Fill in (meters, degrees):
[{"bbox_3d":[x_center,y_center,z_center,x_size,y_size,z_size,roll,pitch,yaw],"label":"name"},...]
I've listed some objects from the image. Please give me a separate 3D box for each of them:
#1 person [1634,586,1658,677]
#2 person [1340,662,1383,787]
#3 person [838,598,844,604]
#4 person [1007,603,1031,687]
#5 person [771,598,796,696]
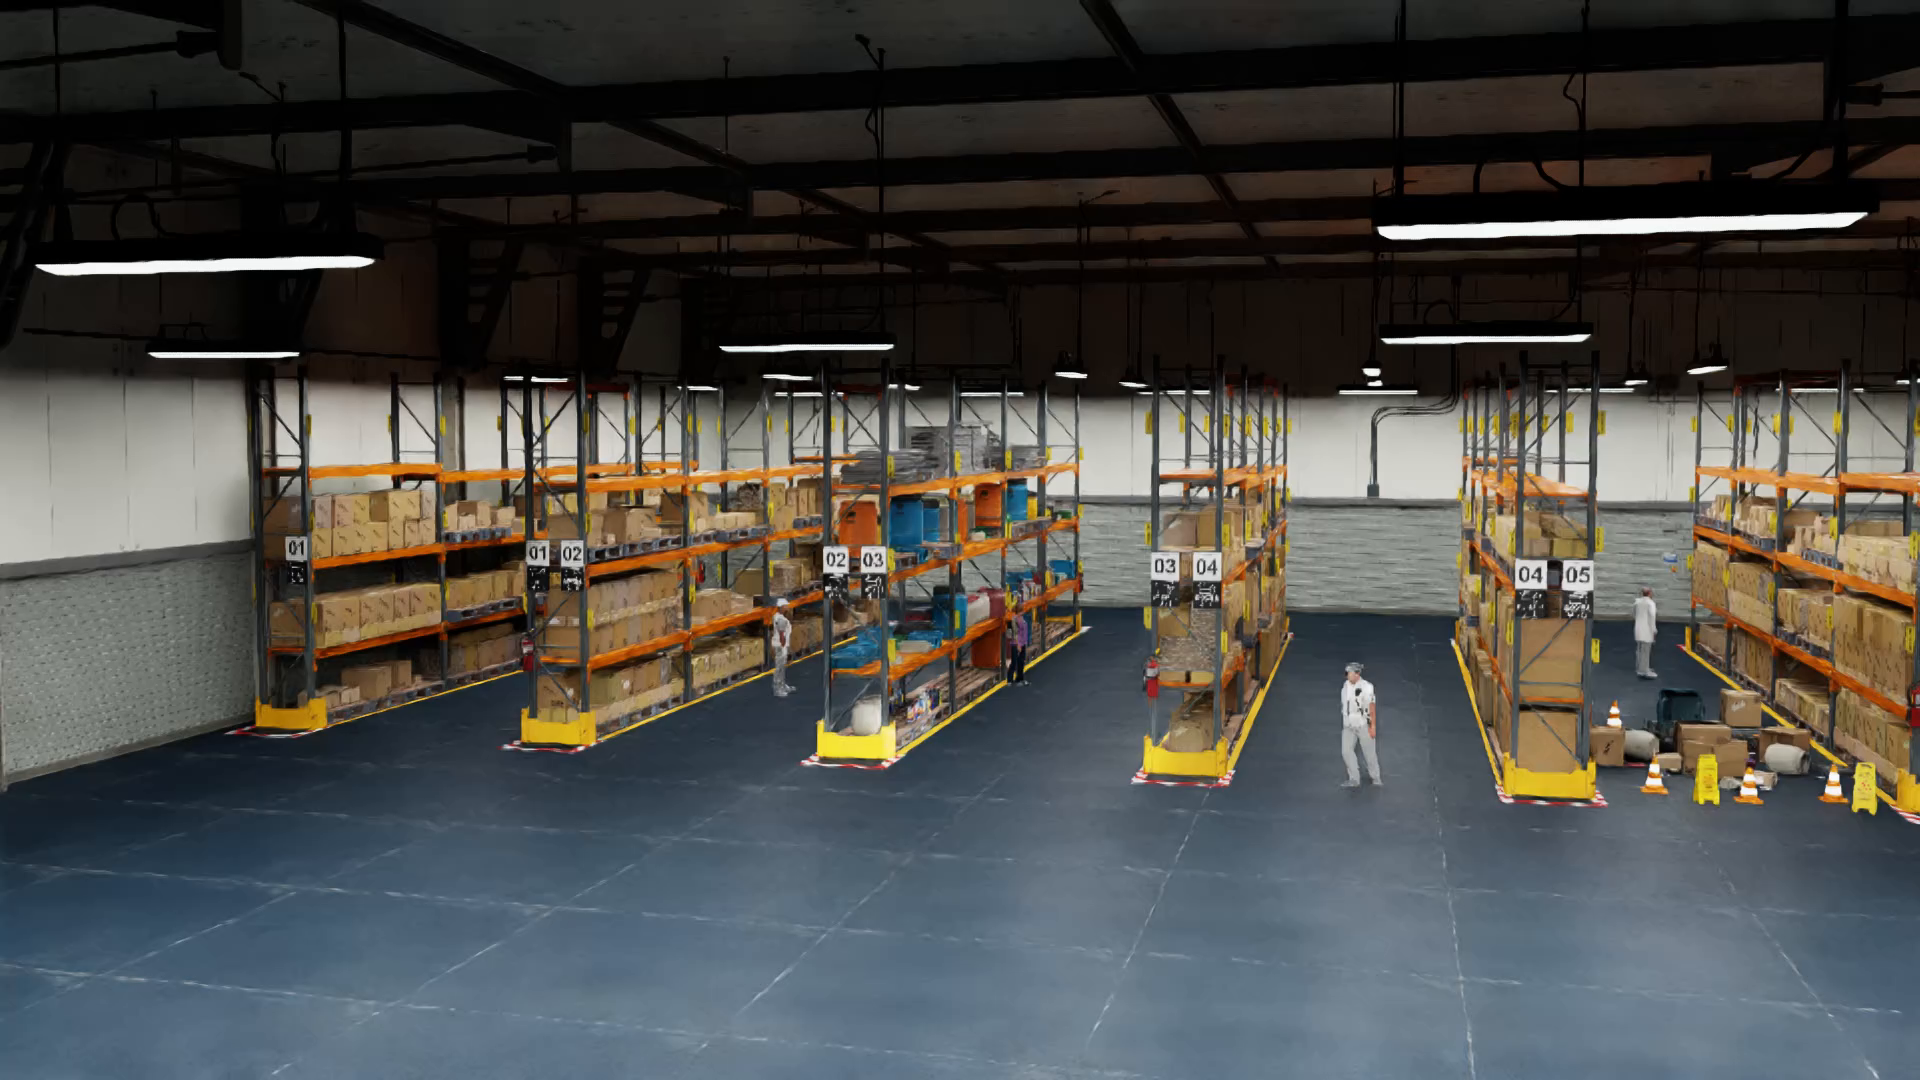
[{"bbox_3d":[13.732,1.803,33.213,0.522,1.790,0.654,-1,4,-13],"label":"person"},{"bbox_3d":[5.563,2.545,23.061,0.588,1.742,0.579,-3,5,-39],"label":"person"},{"bbox_3d":[-3.269,1.196,43.367,0.447,1.605,1.017,2,4,23],"label":"person"},{"bbox_3d":[1.096,2.002,31.745,0.352,1.595,0.569,2,5,30],"label":"person"},{"bbox_3d":[-3.264,1.967,30.802,0.477,1.789,0.634,-1,4,-12],"label":"person"}]
